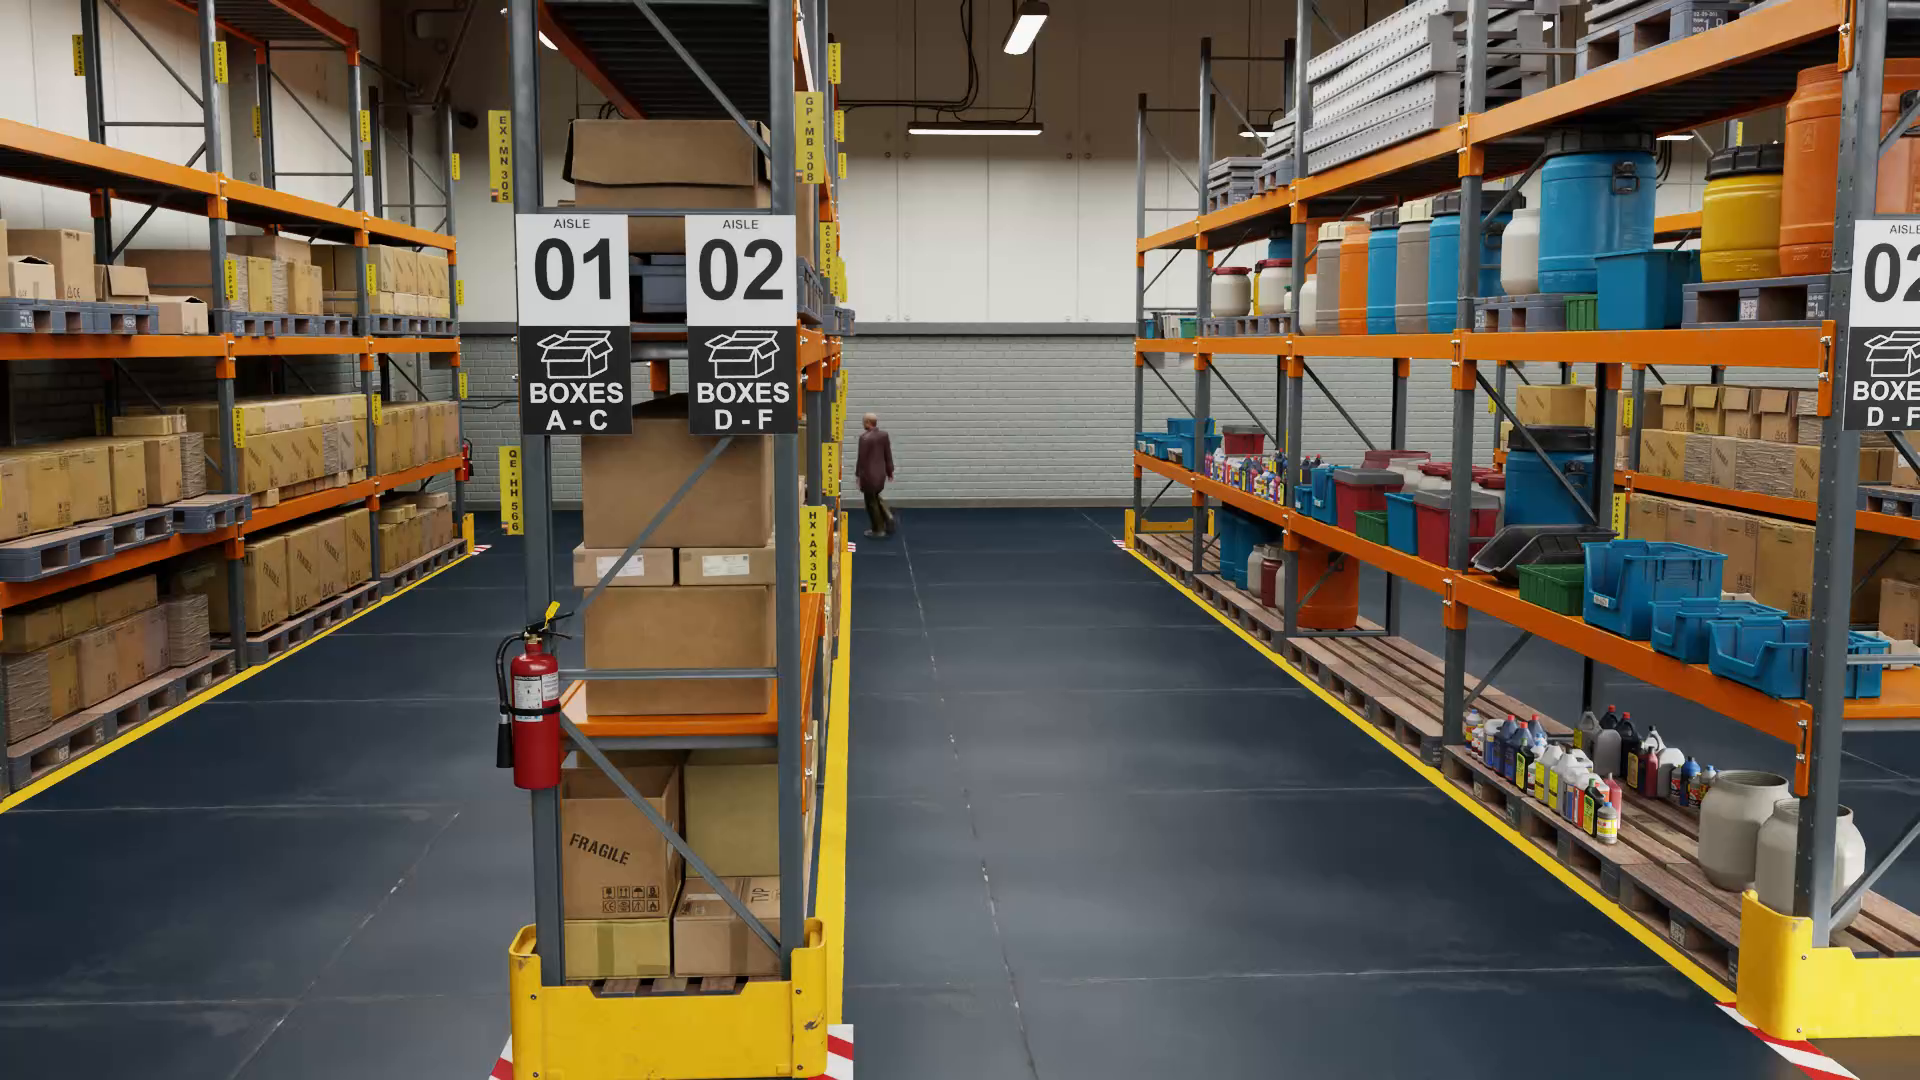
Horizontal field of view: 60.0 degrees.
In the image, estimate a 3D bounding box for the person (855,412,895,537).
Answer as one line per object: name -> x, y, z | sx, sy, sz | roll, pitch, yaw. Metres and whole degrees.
person -> -1.233, -0.917, 23.471 | 0.506, 1.773, 0.645 | 6, 9, 42
